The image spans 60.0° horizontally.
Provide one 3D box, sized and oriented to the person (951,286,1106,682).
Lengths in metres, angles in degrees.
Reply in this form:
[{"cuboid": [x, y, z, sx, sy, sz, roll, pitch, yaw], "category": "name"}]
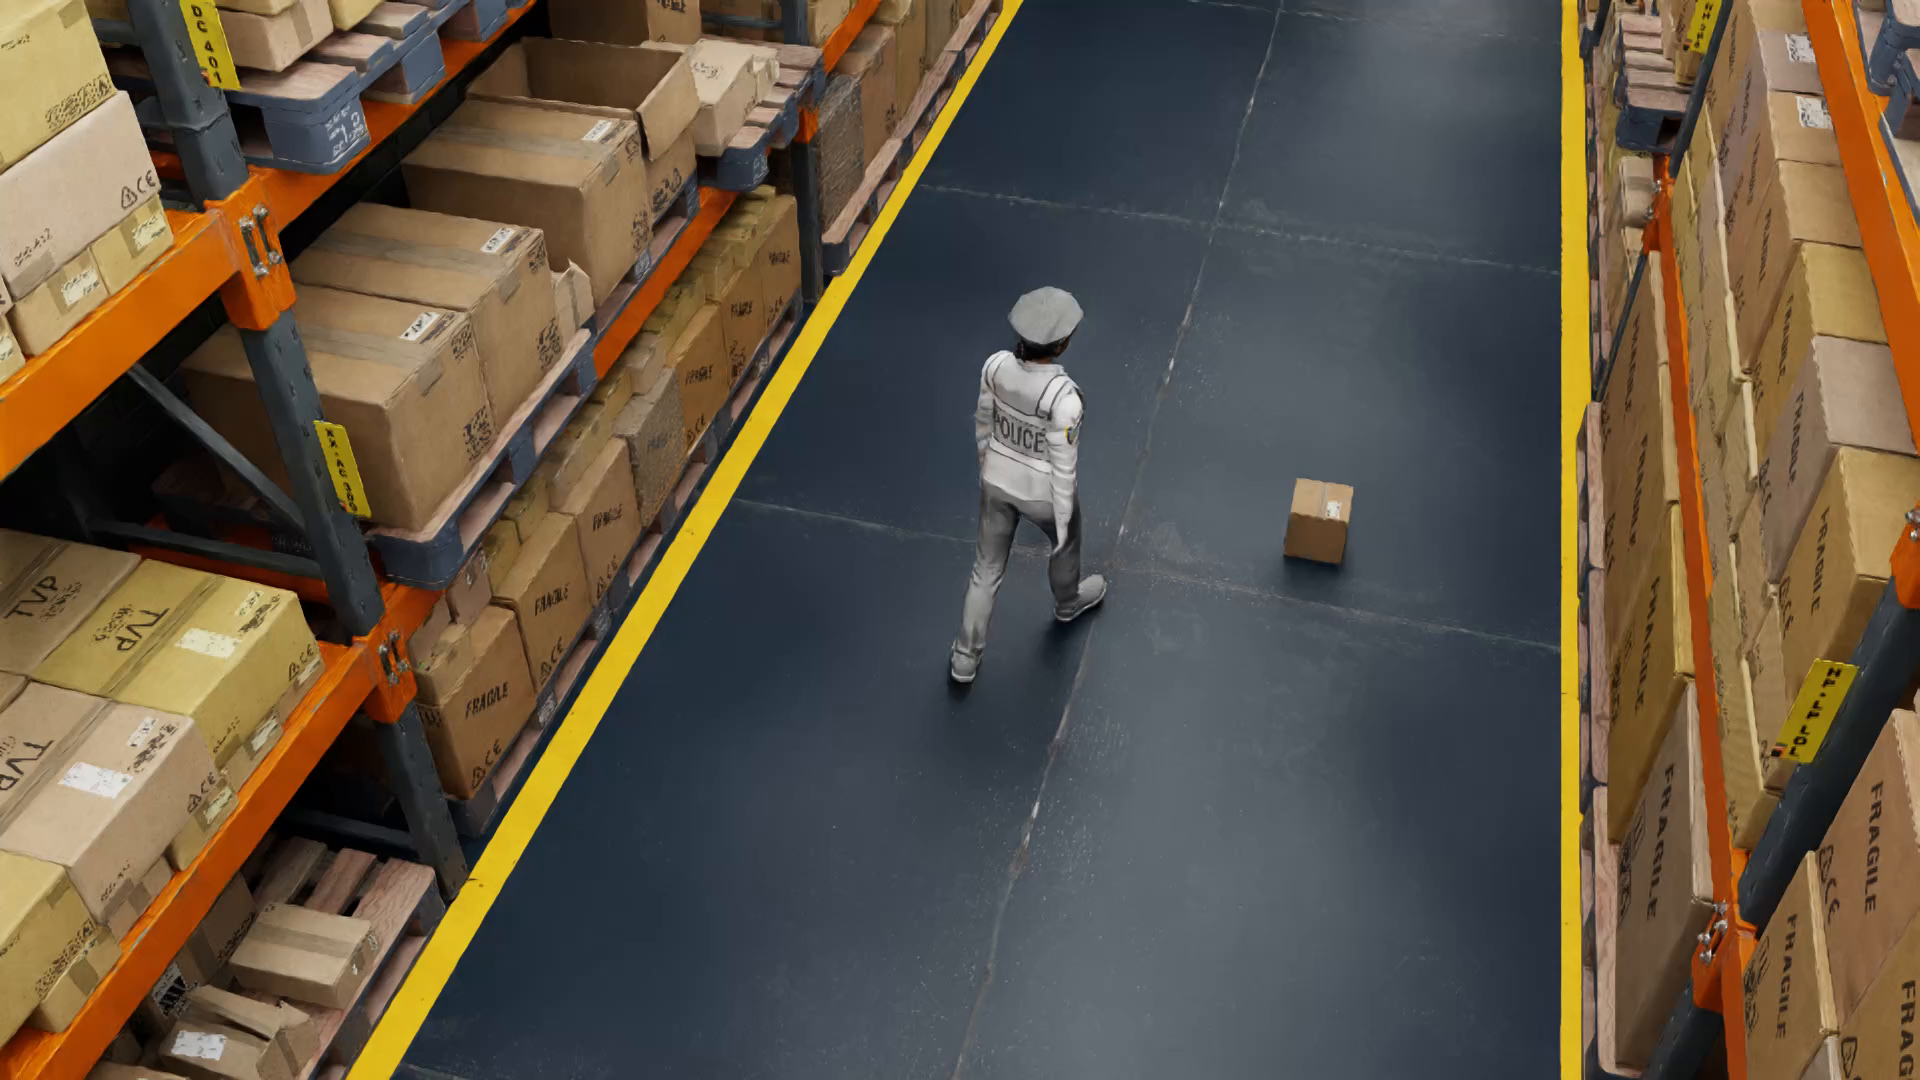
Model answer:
[{"cuboid": [0.257, -0.221, 6.405, 0.503, 1.640, 0.884, 25, 47, 26], "category": "person"}]
